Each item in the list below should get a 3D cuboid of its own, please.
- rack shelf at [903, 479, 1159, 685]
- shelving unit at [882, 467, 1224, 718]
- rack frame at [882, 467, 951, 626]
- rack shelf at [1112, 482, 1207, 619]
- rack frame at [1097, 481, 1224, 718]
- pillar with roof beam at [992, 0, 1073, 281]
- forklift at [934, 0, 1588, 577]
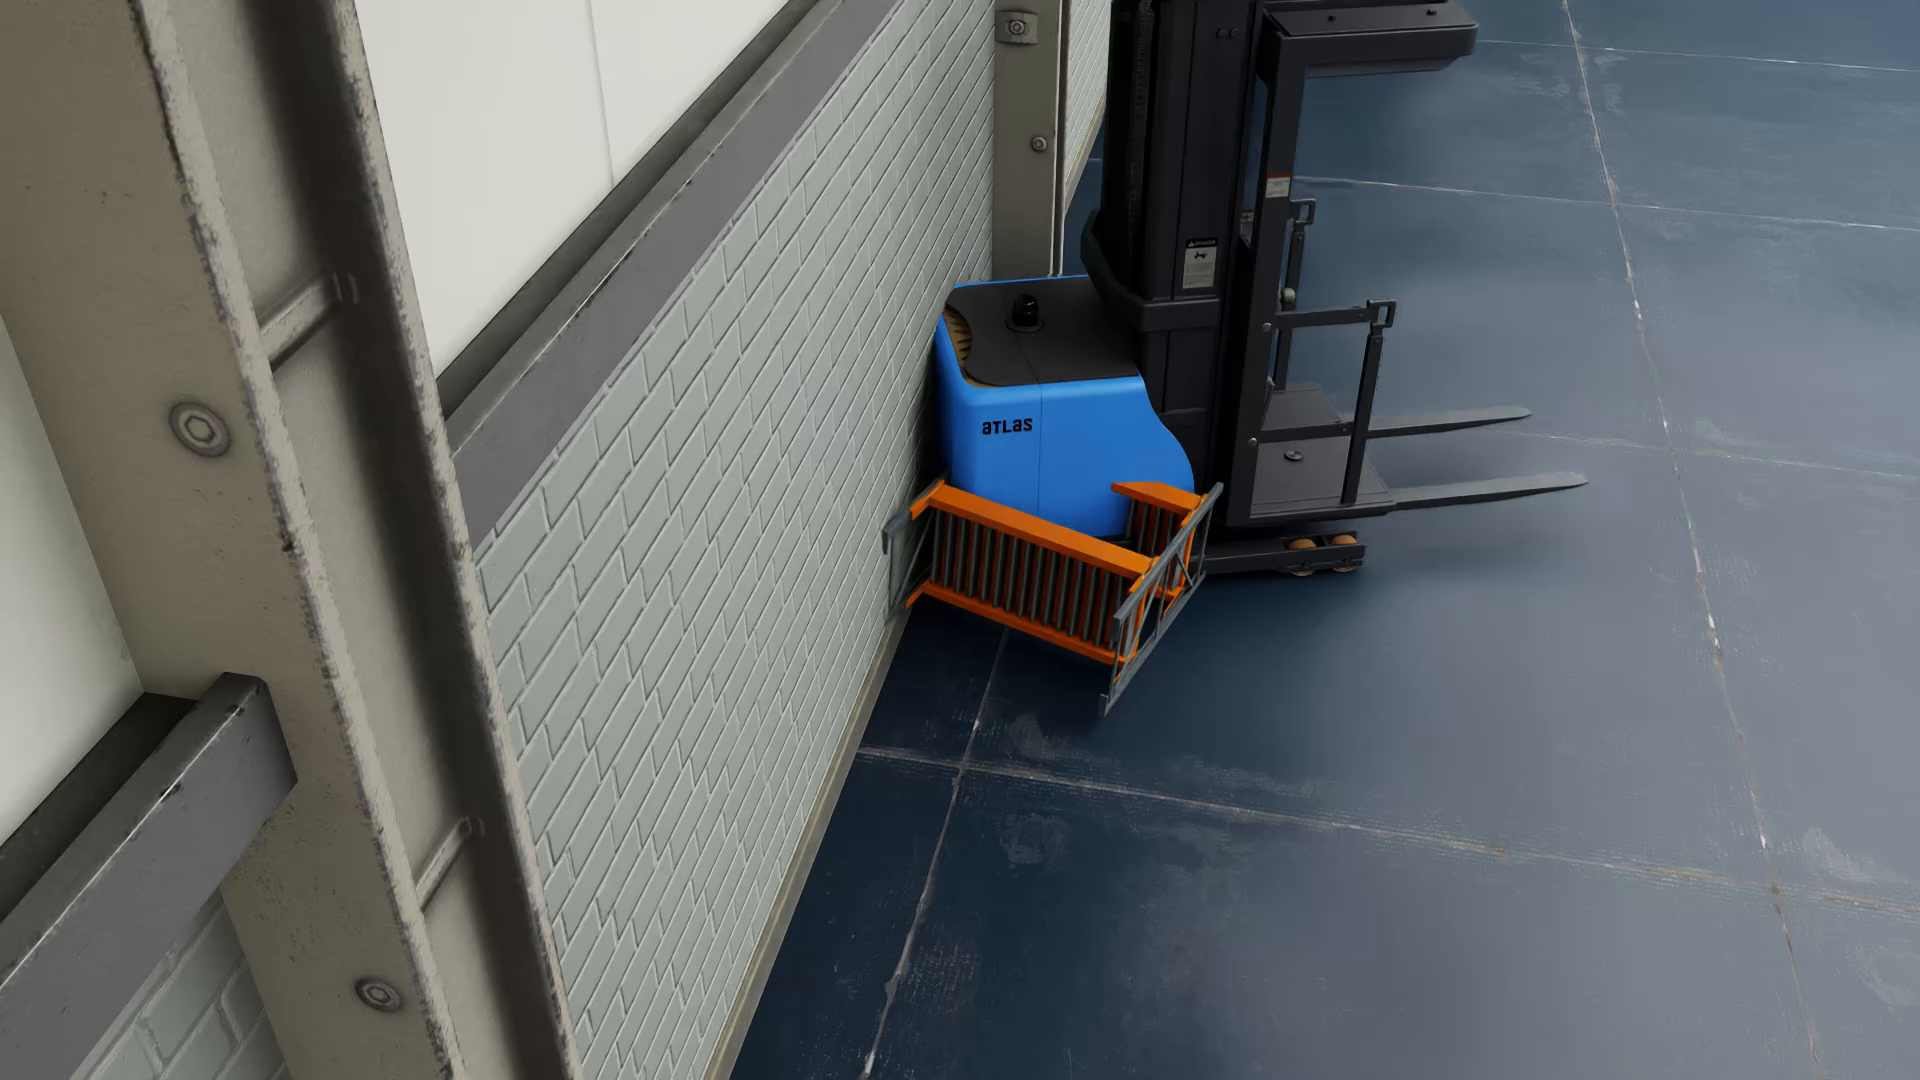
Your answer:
[{"bbox_3d":[0.277,0.180,6.868,1.000,0.538,0.278,20,38,20],"label":"rack shelf"},{"bbox_3d":[0.391,0.062,7.049,1.048,0.538,1.125,20,38,20],"label":"shelving unit"},{"bbox_3d":[-0.057,-0.103,7.224,0.032,0.500,1.125,20,38,20],"label":"rack frame"},{"bbox_3d":[0.528,-0.080,7.266,1.000,0.538,0.278,20,38,20],"label":"rack shelf"},{"bbox_3d":[0.839,0.227,6.875,0.032,0.500,1.125,20,38,20],"label":"rack frame"},{"bbox_3d":[4.551,-3.972,5.562,9.100,9.000,0.400,7,37,10],"label":"pillar with roof beam"},{"bbox_3d":[1.380,-1.326,7.082,3.031,2.935,1.130,-5,36,-7],"label":"forklift"}]
